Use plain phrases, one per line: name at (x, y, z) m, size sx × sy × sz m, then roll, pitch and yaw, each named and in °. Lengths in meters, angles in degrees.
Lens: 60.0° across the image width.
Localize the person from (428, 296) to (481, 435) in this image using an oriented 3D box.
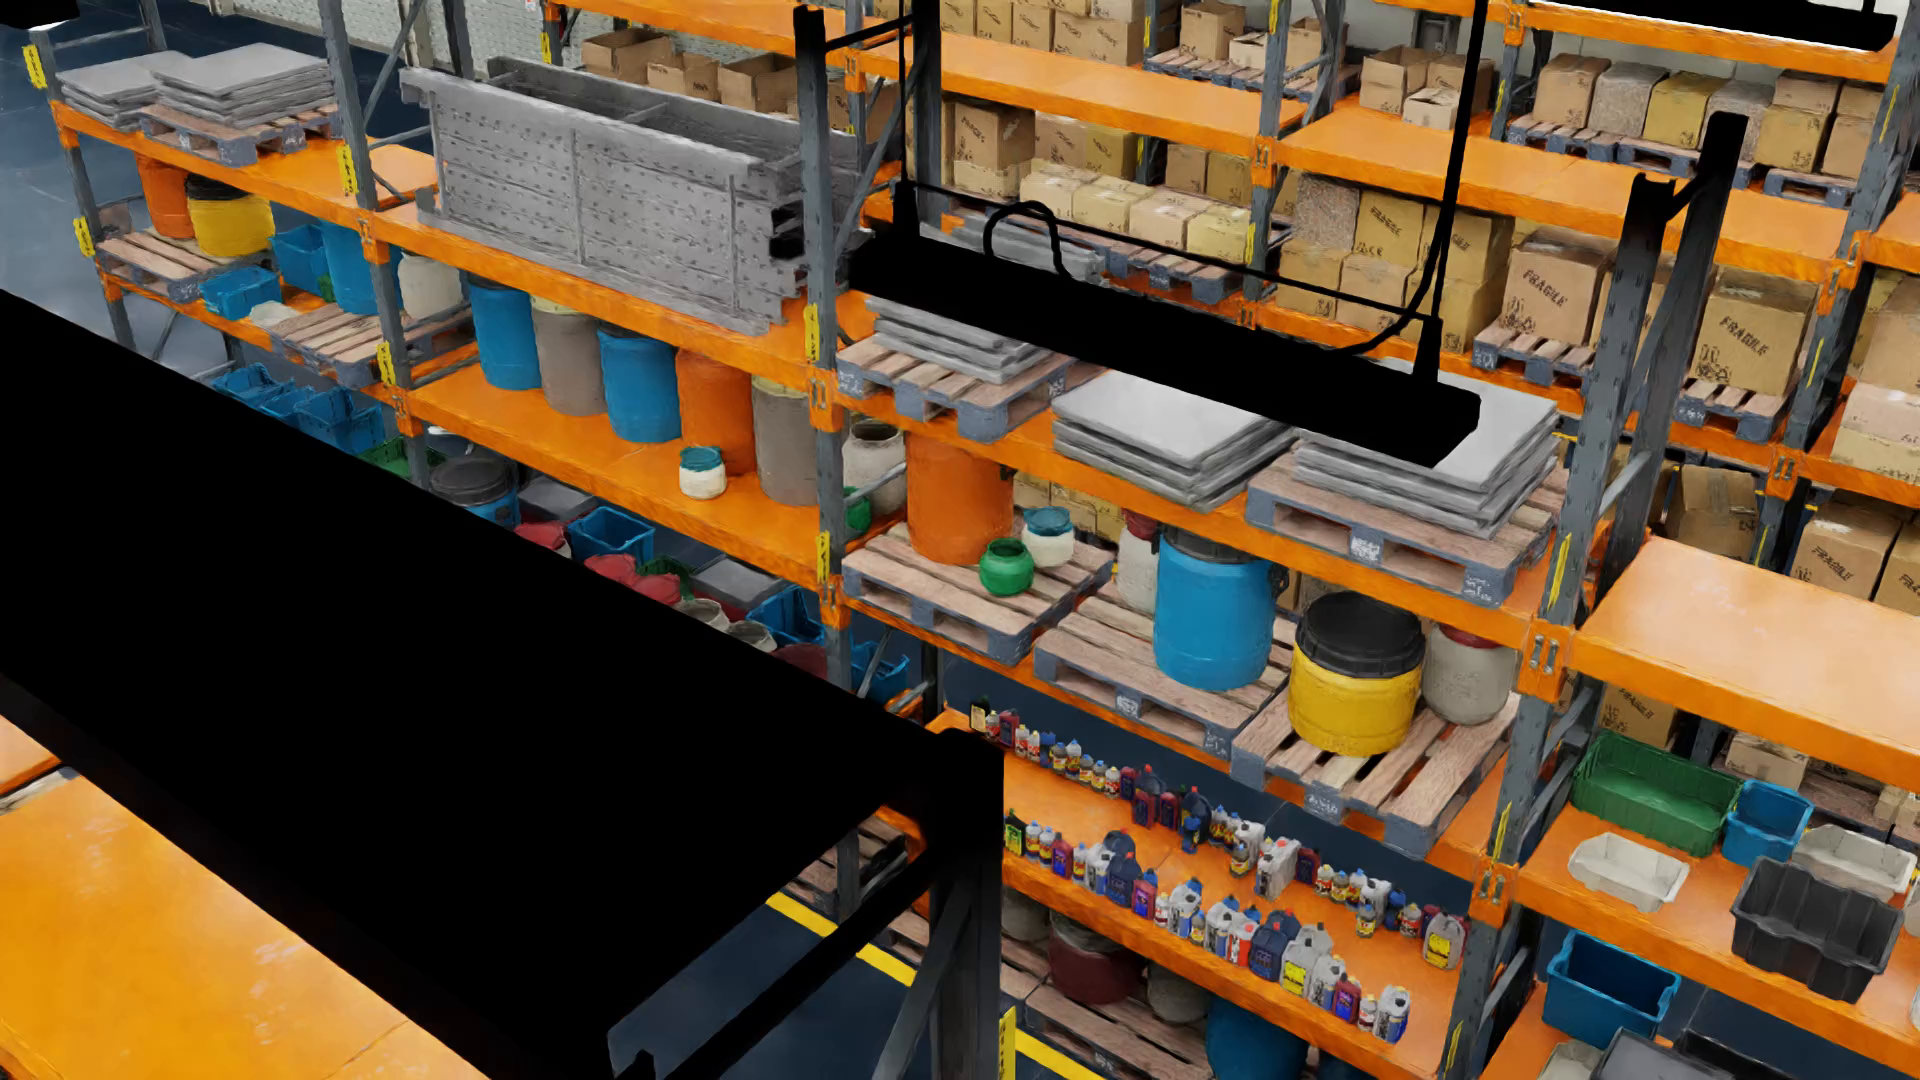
person at (-4.953, -1.817, 16.698) m, size 0.799 × 1.610 × 0.626 m, roll 10°, pitch 33°, yaw 16°

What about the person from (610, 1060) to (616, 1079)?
person at (-1.743, 3.231, 8.256) m, size 0.618 × 1.776 × 0.457 m, roll 3°, pitch 32°, yaw 5°
